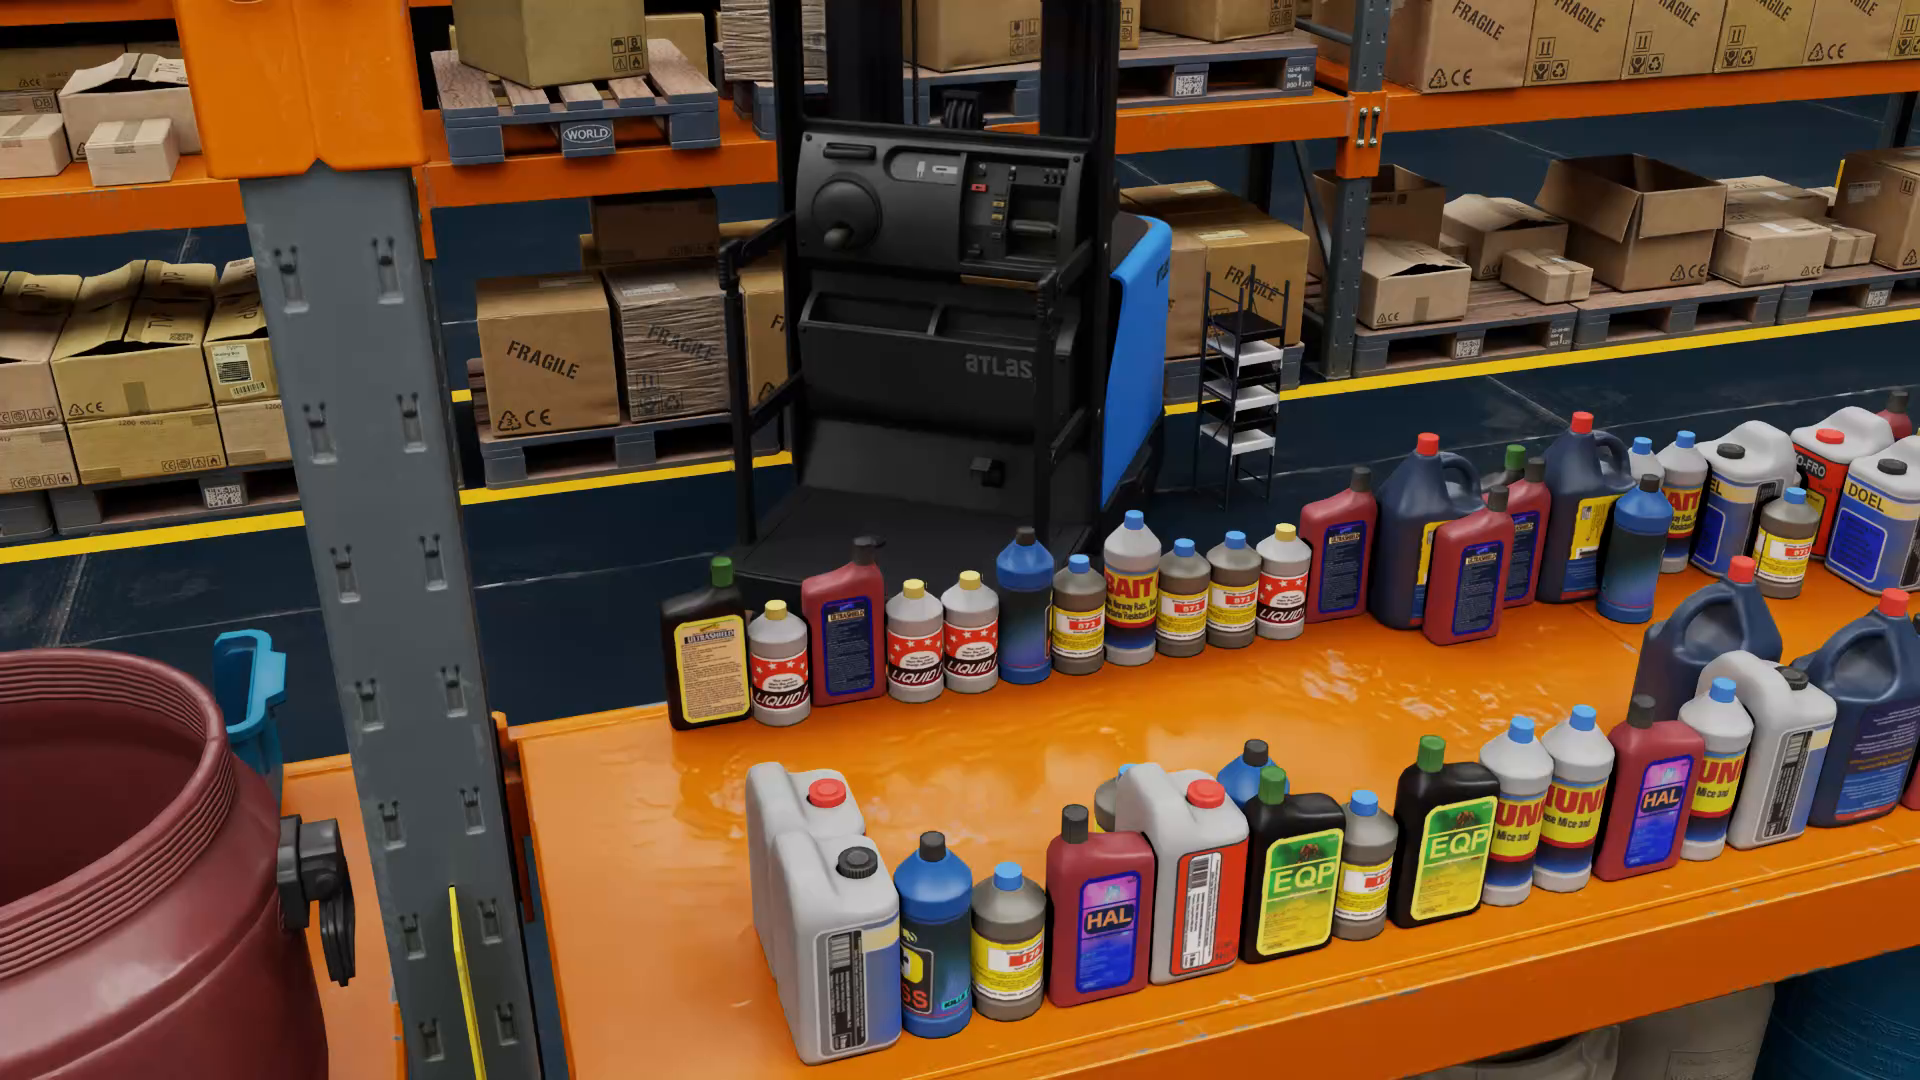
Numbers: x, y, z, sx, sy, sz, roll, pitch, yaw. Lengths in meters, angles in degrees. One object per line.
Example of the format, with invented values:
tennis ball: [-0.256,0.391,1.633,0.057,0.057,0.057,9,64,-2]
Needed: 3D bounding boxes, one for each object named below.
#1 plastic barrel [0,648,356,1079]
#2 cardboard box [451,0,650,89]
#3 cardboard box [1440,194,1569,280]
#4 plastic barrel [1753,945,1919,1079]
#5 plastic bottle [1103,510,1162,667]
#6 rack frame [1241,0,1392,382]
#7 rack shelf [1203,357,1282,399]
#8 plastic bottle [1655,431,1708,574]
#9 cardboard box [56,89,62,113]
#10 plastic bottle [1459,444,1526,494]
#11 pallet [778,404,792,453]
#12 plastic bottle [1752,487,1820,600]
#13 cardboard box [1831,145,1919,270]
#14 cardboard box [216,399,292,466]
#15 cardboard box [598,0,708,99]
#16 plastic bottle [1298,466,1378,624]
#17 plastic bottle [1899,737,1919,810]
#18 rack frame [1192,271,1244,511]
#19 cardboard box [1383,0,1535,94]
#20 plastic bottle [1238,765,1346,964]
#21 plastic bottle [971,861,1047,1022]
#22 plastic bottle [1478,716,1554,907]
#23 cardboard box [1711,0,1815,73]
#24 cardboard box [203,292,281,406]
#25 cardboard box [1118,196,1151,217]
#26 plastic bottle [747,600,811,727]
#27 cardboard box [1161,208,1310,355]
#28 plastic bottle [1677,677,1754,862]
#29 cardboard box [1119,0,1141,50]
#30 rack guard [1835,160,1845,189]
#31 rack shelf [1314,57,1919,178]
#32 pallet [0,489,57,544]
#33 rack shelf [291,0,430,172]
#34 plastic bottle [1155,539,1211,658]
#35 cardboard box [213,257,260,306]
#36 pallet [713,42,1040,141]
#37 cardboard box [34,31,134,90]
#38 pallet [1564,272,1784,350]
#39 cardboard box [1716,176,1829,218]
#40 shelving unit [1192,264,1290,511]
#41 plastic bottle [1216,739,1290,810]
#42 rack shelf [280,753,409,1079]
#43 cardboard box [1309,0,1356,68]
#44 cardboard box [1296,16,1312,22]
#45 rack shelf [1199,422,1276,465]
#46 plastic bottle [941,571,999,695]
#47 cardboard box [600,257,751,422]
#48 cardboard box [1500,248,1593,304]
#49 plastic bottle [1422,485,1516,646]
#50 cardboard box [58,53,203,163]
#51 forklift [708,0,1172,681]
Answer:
plastic barrel: [-1.011,0.480,1.756,0.708,0.536,0.600,-8,28,-16]
cardboard box: [-1.630,-2.113,6.548,0.500,0.500,0.700,-19,32,-33]
cardboard box: [2.777,-1.591,8.610,0.500,0.311,0.500,-8,28,-16]
plastic barrel: [1.944,0.715,3.323,0.708,0.901,0.600,-8,28,-16]
plastic bottle: [0.294,0.077,2.866,0.097,0.271,0.097,0,26,0]
rack frame: [1.610,-2.297,7.503,0.127,3.000,1.000,-8,28,-16]
rack shelf: [1.076,-0.633,6.386,0.200,0.077,0.258,-12,29,-23]
plastic bottle: [1.362,-0.078,3.178,0.097,0.271,0.097,0,26,0]
cardboard box: [-5.389,-2.694,10.619,0.500,0.500,0.700,-8,28,-16]
plastic bottle: [0.979,-0.036,3.080,0.133,0.283,0.061,-8,28,-16]
pallet: [-0.314,-0.750,7.523,1.213,0.211,1.003,-8,28,-16]
plastic bottle: [1.537,0.000,3.101,0.097,0.201,0.097,0,26,0]
cardboard box: [4.972,-1.746,8.709,0.500,0.500,0.500,-8,28,-16]
cardboard box: [-2.618,-0.527,6.557,0.500,0.250,0.500,-8,27,-15]
cardboard box: [-2.156,-3.229,11.325,0.750,0.750,0.750,-8,28,-16]
plastic bottle: [0.676,0.008,2.992,0.133,0.283,0.061,-8,28,-16]
plastic bottle: [1.484,0.263,2.478,0.133,0.283,0.061,-8,28,-16]
rack frame: [0.984,-0.563,6.371,0.006,0.900,0.240,-12,29,-23]
cardboard box: [2.179,-2.296,7.390,0.500,0.500,0.500,-8,27,-15]
plastic bottle: [0.430,0.416,2.171,0.133,0.283,0.061,-8,28,-16]
plastic bottle: [0.060,0.497,2.098,0.097,0.201,0.097,0,26,0]
plastic bottle: [0.753,0.366,2.285,0.097,0.271,0.097,0,26,0]
cardboard box: [3.624,-2.507,7.814,0.500,0.500,0.500,-9,28,-17]
cardboard box: [-2.615,-0.777,6.431,0.500,0.311,0.500,-8,27,-15]
cardboard box: [0.571,-1.332,7.876,0.500,0.500,0.500,-8,27,-15]
plastic bottle: [-0.295,0.194,2.710,0.097,0.201,0.097,0,26,0]
cardboard box: [1.229,-1.185,7.580,0.500,0.500,0.500,-8,28,-16]
plastic bottle: [1.065,0.320,2.376,0.097,0.271,0.097,0,26,0]
cardboard box: [0.456,-2.437,7.201,0.500,0.500,0.700,-4,27,-8]
rack guard: [5.341,-1.717,9.147,0.348,0.500,1.175,-8,28,-16]
rack shelf: [3.511,-2.250,8.217,4.000,0.370,1.077,-8,28,-16]
pallet: [-4.146,-0.234,6.483,1.213,0.211,1.003,-8,28,-16]
rack shelf: [1.238,-0.948,2.221,4.000,0.370,1.077,-8,28,-16]
plastic bottle: [0.387,0.095,2.909,0.097,0.201,0.097,0,26,0]
cardboard box: [-2.783,-1.005,6.891,0.500,0.311,0.500,-7,27,-14]
pallet: [-0.346,-1.929,6.979,1.213,0.211,1.003,-8,28,-16]
cardboard box: [-5.449,-3.007,10.406,0.500,0.250,0.500,-8,28,-16]
pallet: [3.425,-1.311,8.654,1.213,0.211,1.003,-8,28,-16]
cardboard box: [4.333,-1.789,9.078,0.500,0.250,0.500,-8,28,-16]
shelving unit: [1.076,-0.582,6.411,0.210,0.900,0.258,-12,29,-23]
plastic bottle: [0.388,0.390,2.236,0.097,0.271,0.097,0,26,0]
rack shelf: [-2.565,0.947,1.779,4.000,0.370,1.077,-8,28,-16]
cardboard box: [2.006,-2.519,7.838,0.500,0.500,0.500,-8,27,-15]
cardboard box: [2.765,-3.802,12.874,0.500,0.500,0.700,-8,28,-16]
rack shelf: [1.076,-0.391,6.506,0.200,0.077,0.258,-12,29,-23]
plastic bottle: [0.017,0.149,2.801,0.097,0.201,0.097,0,26,0]
cardboard box: [-1.176,-0.839,6.884,0.500,0.500,0.500,-9,28,-18]
cardboard box: [2.895,-1.314,8.215,0.250,0.166,0.380,-8,28,-16]
plastic bottle: [0.896,0.043,2.920,0.133,0.283,0.061,-8,28,-16]
cardboard box: [-3.104,-1.665,6.330,0.500,0.311,0.500,-9,28,-17]
forklift: [-0.138,-1.024,5.016,1.130,2.935,3.031,9,28,17]
